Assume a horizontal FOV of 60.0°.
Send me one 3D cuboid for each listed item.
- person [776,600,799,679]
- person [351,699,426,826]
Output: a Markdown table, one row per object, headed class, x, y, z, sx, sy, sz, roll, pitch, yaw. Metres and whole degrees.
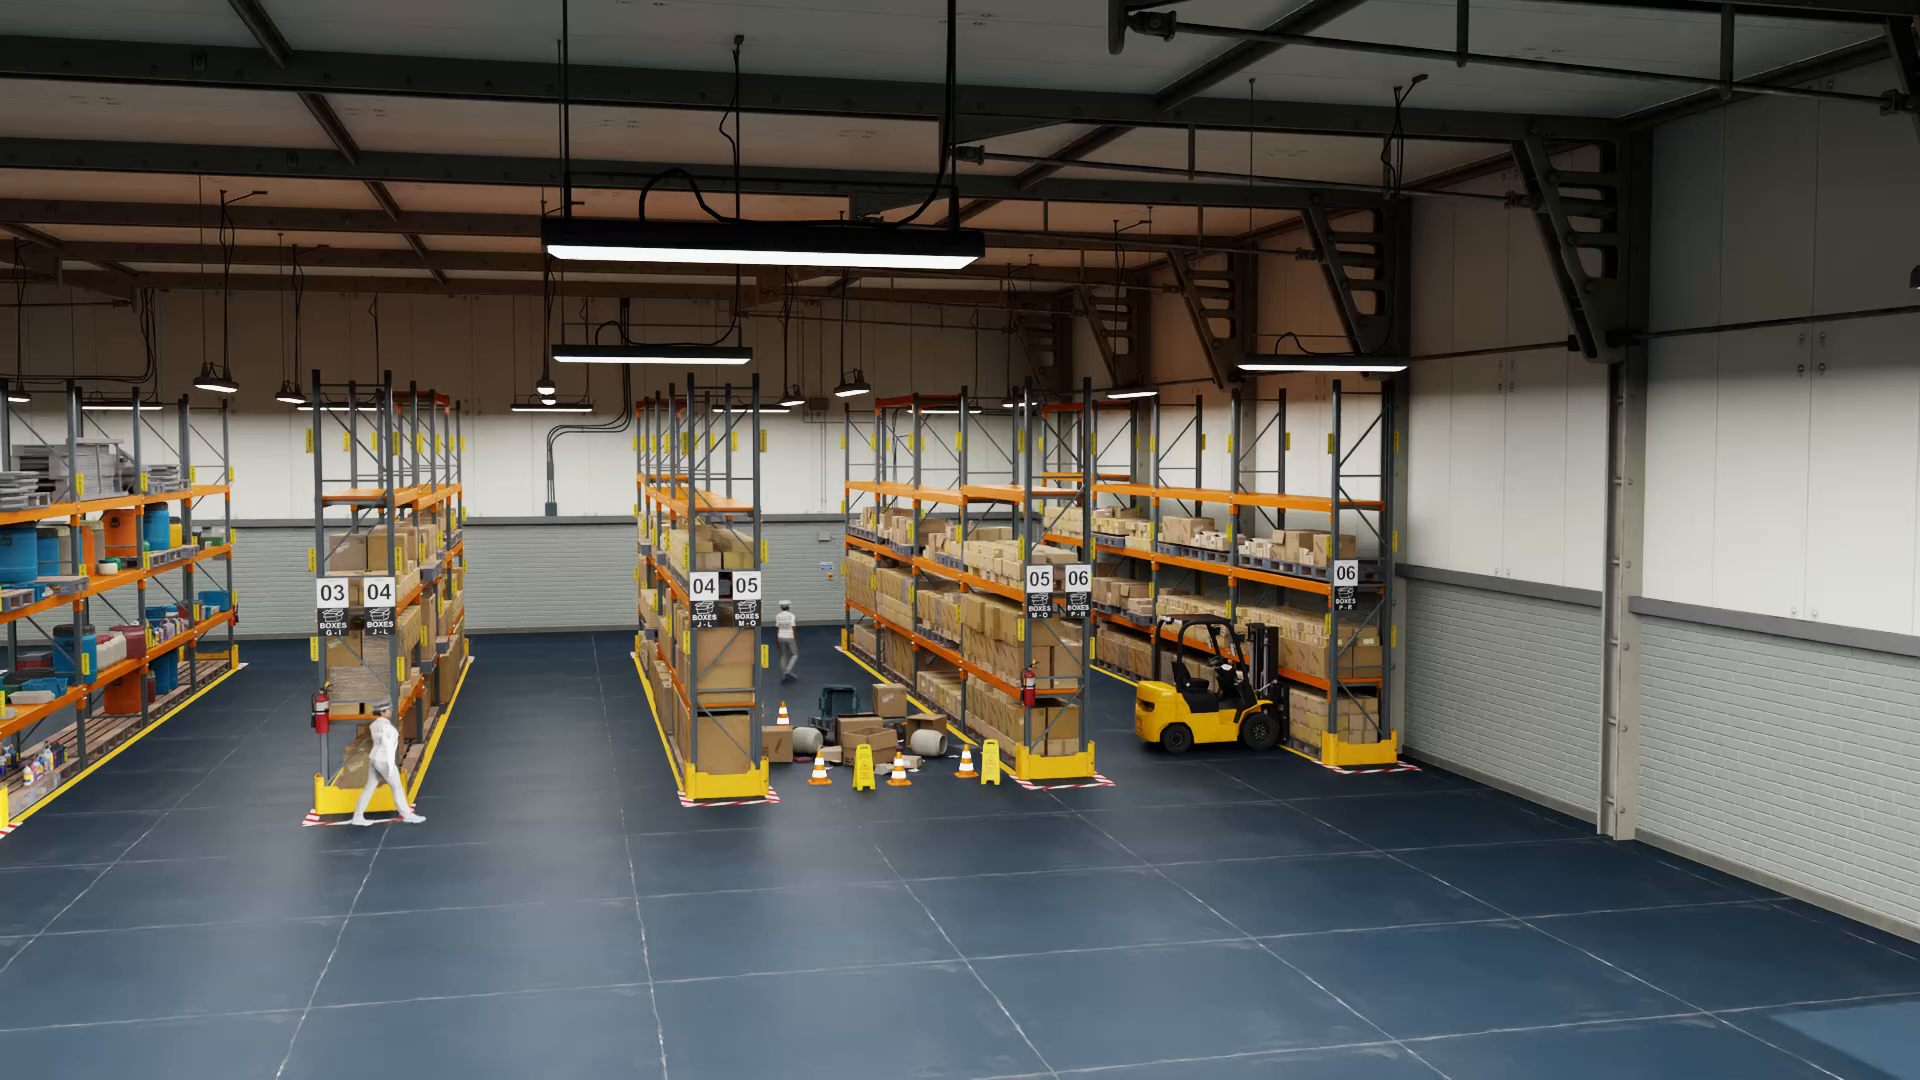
| class | x | y | z | sx | sy | sz | roll | pitch | yaw |
| --- | --- | --- | --- | --- | --- | --- | --- | --- | --- |
| person | -3.698 | 2.128 | 35.383 | 0.497 | 1.676 | 0.472 | 1 | 4 | 20 |
| person | -7.508 | 2.901 | 21.770 | 0.896 | 1.631 | 0.517 | -3 | 4 | -38 |
